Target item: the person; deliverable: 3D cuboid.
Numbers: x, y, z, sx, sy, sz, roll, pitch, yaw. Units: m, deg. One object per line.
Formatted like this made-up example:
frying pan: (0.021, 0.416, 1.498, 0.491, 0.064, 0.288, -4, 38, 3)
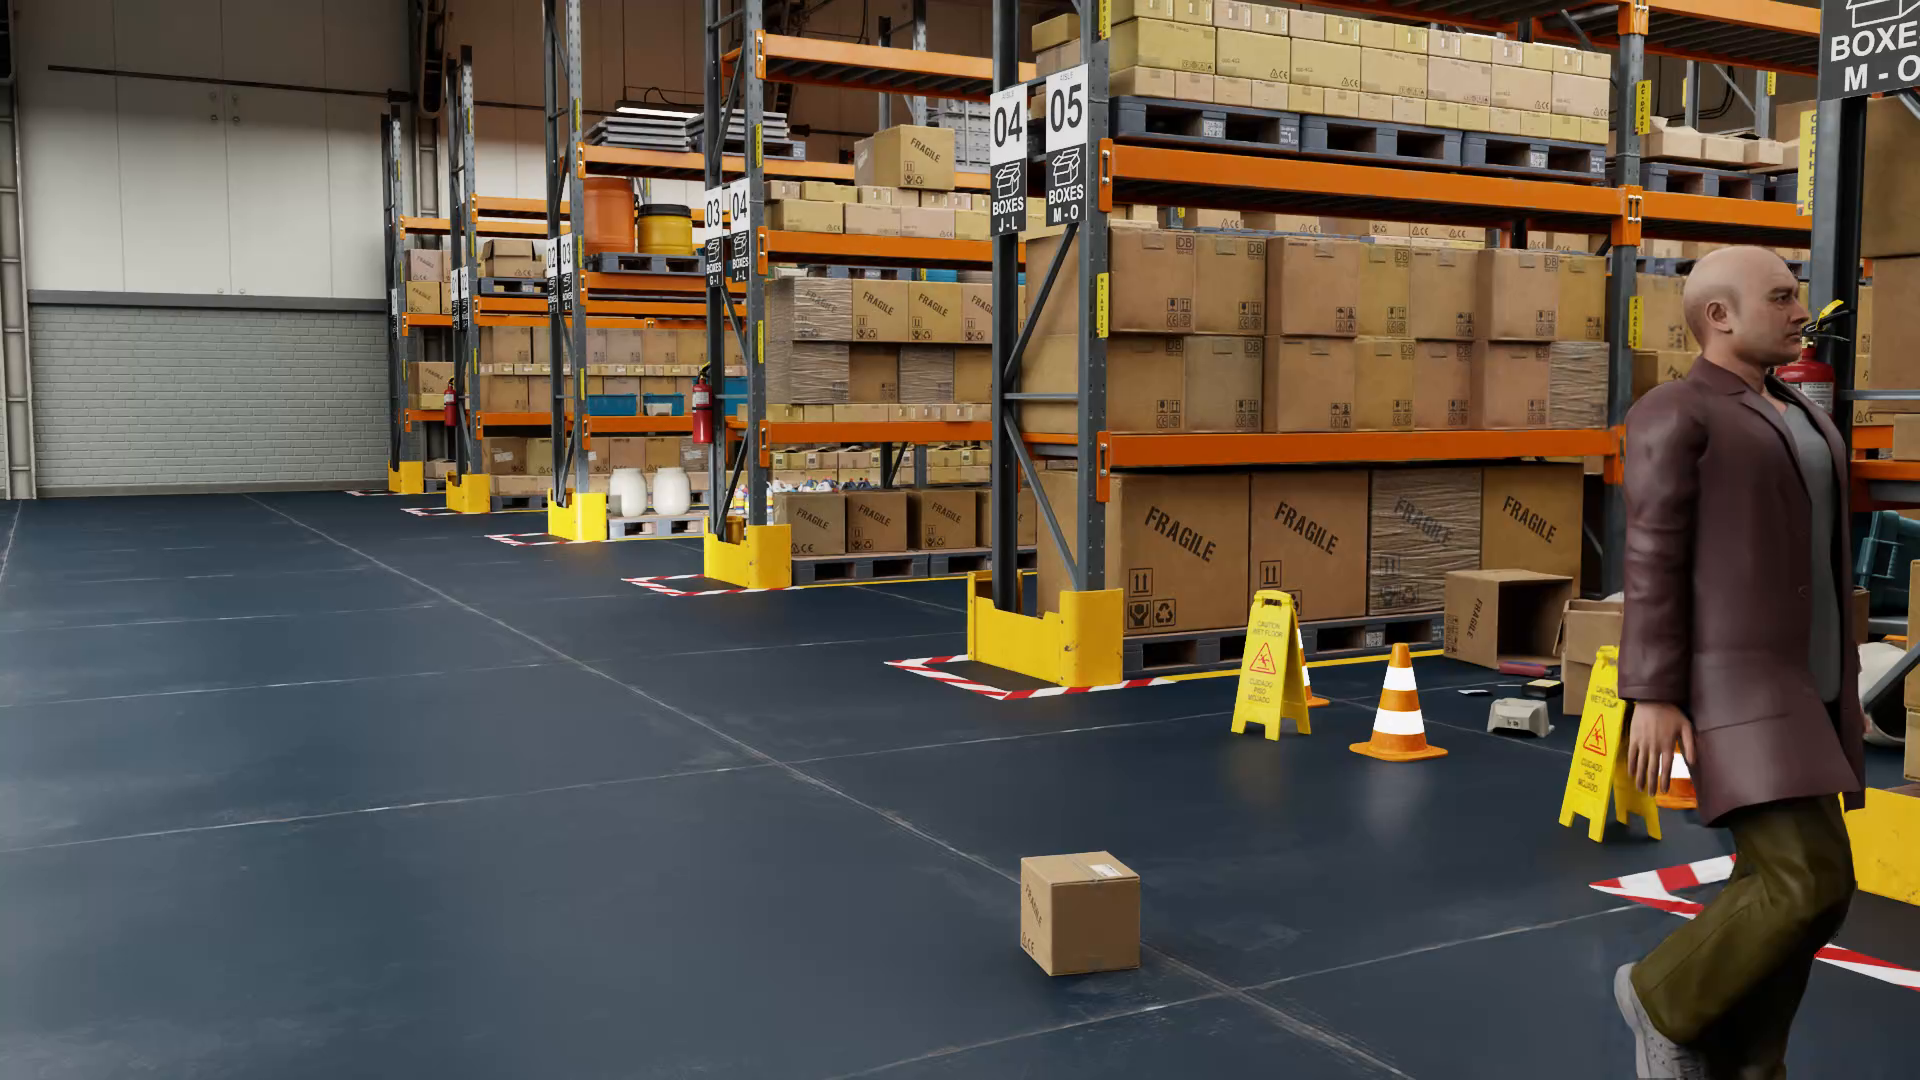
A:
person: (1.590, 0.417, 3.277, 0.606, 1.570, 0.509, -3, 6, -34)
